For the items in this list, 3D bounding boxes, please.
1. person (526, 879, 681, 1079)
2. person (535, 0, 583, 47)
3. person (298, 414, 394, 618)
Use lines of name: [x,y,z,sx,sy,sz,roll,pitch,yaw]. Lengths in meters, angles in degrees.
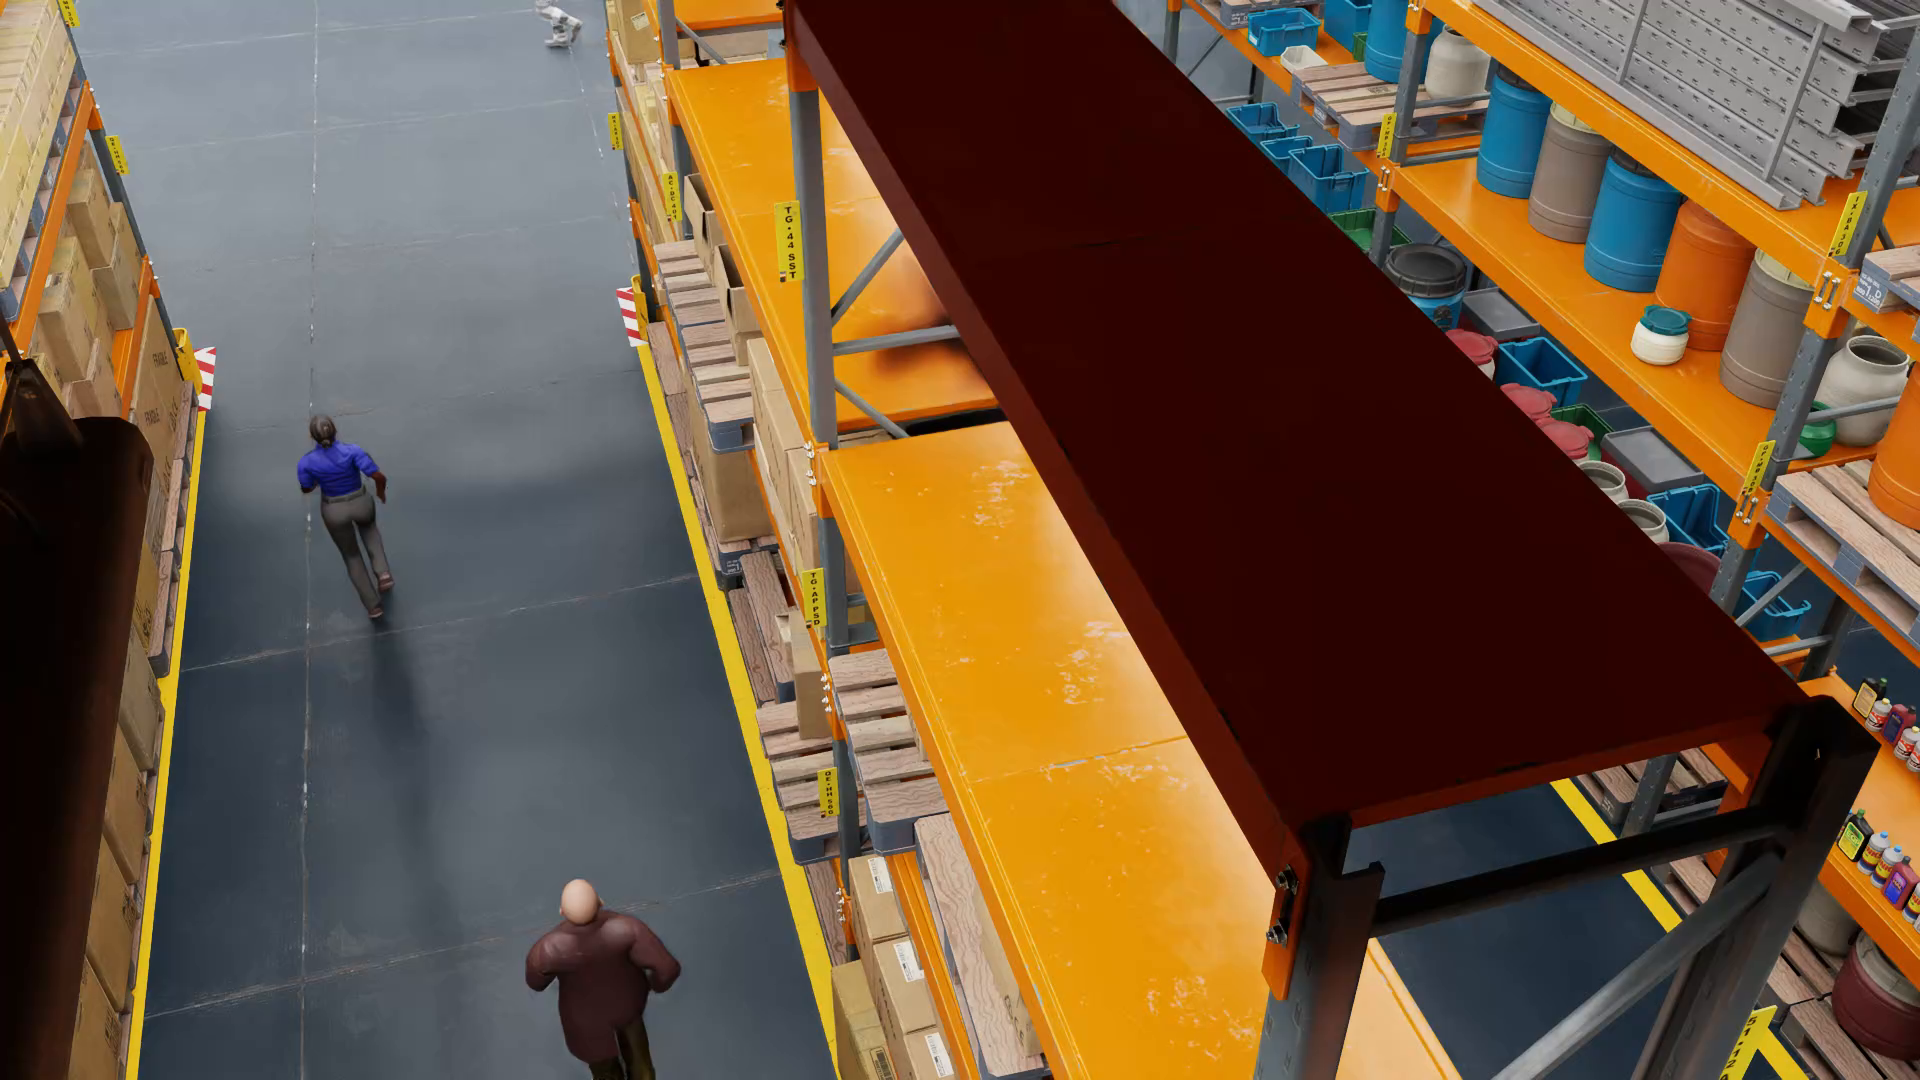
person: [-1.734,2.234,8.144,0.685,1.802,0.709,-15,41,-18]
person: [-4.863,-6.779,19.977,0.612,1.742,0.643,7,39,9]
person: [-4.329,-0.227,11.796,0.540,1.630,0.657,-19,42,-22]
